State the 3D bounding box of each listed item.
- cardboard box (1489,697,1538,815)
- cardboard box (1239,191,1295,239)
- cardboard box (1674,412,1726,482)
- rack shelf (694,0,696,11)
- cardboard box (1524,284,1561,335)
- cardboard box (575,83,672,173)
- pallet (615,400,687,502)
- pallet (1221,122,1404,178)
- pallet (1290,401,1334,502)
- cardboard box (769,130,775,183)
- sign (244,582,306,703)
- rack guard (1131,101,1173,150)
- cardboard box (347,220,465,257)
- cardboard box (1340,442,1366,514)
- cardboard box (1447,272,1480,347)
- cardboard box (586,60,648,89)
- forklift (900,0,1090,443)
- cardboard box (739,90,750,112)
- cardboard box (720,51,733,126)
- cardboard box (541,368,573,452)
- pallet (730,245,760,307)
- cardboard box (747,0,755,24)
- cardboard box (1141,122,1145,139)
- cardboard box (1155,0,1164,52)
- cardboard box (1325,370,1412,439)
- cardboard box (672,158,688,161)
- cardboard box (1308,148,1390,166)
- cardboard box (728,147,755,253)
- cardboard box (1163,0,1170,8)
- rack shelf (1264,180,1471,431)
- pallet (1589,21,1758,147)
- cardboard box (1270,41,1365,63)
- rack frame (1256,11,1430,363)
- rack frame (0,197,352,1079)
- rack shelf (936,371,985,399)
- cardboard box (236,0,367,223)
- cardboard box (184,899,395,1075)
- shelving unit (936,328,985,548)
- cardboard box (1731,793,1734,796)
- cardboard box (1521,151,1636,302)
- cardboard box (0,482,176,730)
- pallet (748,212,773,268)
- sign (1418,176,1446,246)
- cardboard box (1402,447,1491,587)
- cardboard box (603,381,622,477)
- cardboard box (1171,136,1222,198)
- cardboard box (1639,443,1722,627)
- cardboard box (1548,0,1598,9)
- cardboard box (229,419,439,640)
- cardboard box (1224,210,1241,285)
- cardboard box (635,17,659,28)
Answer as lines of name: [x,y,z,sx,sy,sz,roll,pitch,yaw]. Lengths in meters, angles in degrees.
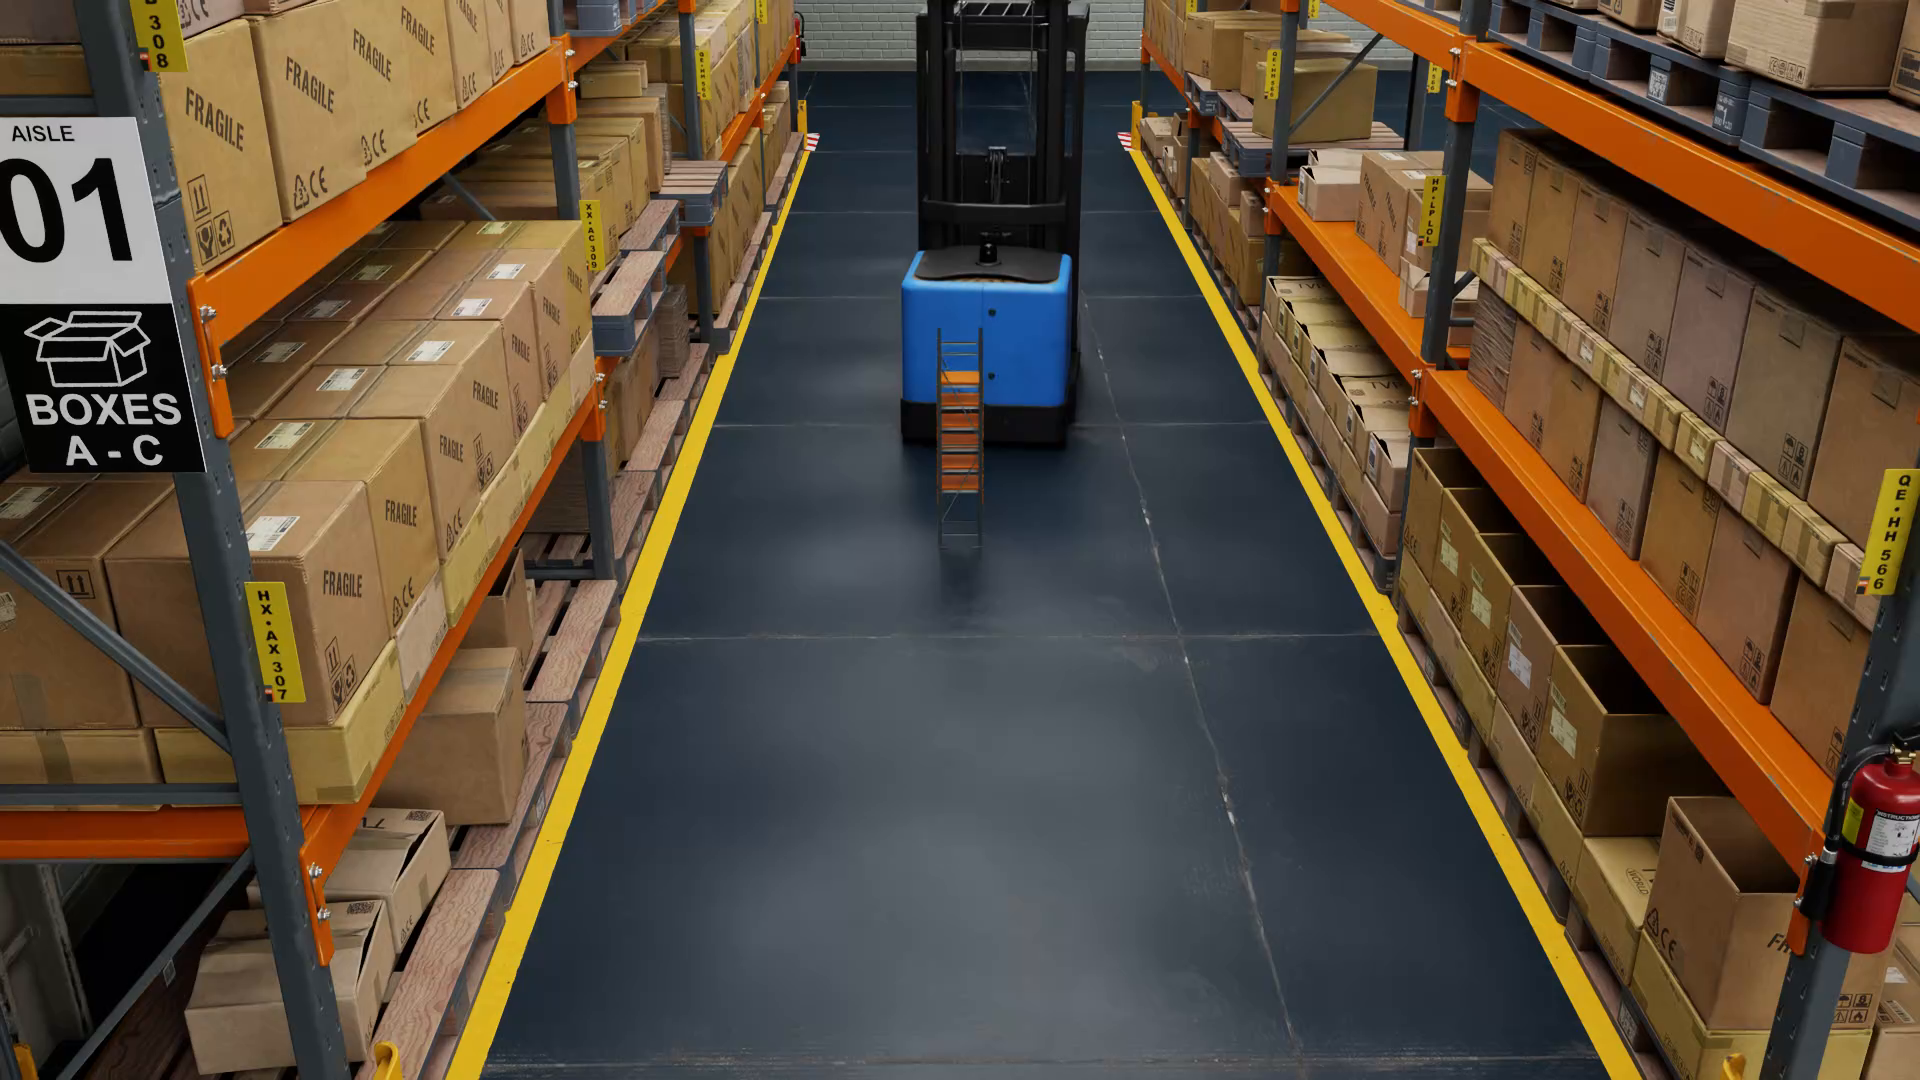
cardboard box: [2.427,0.846,6.567,0.500,0.250,0.500,0,24,-1]
cardboard box: [2.420,-2.485,12.694,0.500,0.250,0.500,1,24,1]
cardboard box: [2.551,-0.301,5.366,0.380,0.149,0.250,0,24,1]
rack shelf: [-2.305,-4.514,12.823,1.077,0.370,4.000,0,24,-1]
cardboard box: [2.534,-0.938,6.775,0.380,0.149,0.250,0,24,-1]
cardboard box: [-2.268,-2.703,10.931,0.700,0.500,0.500,-3,25,-7]
pallet: [-2.266,-0.557,10.225,1.003,0.211,1.213,0,24,-1]
pallet: [2.592,-2.866,12.180,1.213,0.211,1.003,0,24,-1]
pallet: [2.650,-0.563,10.239,1.003,0.211,1.213,0,24,-1]
cardboard box: [-2.235,-3.867,16.684,0.700,0.500,0.500,0,24,-1]
sign: [-1.654,0.249,4.009,0.100,0.325,0.005,0,24,-1]
rack guard: [2.583,-4.801,19.258,1.175,0.500,0.348,0,24,-1]
cardboard box: [-2.444,-1.090,7.268,0.500,0.500,0.500,-1,24,-2]
cardboard box: [2.415,-0.343,9.195,0.500,0.250,0.500,-1,24,-1]
cardboard box: [2.664,-1.161,8.358,0.500,0.250,0.500,1,24,3]
cardboard box: [-2.250,-3.050,10.912,0.380,0.149,0.250,-3,25,-7]
forklift: [0.288,-2.515,11.255,1.130,2.935,3.031,2,24,5]
cardboard box: [-1.995,-3.736,14.151,0.380,0.149,0.250,0,24,-1]
cardboard box: [-2.034,-3.462,12.759,0.500,0.500,0.500,0,24,-1]
cardboard box: [-1.934,-0.544,6.971,0.500,0.250,0.500,0,24,0]
pallet: [-2.227,-2.207,13.873,1.003,0.211,1.213,0,24,-1]
cardboard box: [-2.066,-4.639,14.452,0.500,0.250,0.500,0,24,1]
cardboard box: [2.246,-4.603,18.693,0.380,0.166,0.250,0,24,-1]
cardboard box: [2.337,-5.413,17.457,0.500,0.500,0.500,0,24,-1]
cardboard box: [2.407,-0.806,9.538,0.500,0.311,0.500,0,24,-1]
cardboard box: [-2.056,-2.682,11.821,0.380,0.149,0.250,-1,24,-1]
cardboard box: [2.630,-2.484,11.210,0.500,0.311,0.500,1,24,3]
cardboard box: [-2.177,-2.877,14.071,0.750,0.750,0.750,0,24,1]
cardboard box: [2.344,-5.657,16.784,0.500,0.500,0.500,0,24,-1]
rack shelf: [2.692,-1.523,9.849,1.077,0.370,4.000,0,24,-1]
pallet: [2.759,-1.500,5.393,1.003,0.211,1.213,0,24,-1]
cardboard box: [2.731,-3.548,12.824,0.700,0.500,0.500,4,25,9]
rack frame: [2.670,-2.674,11.523,1.000,3.000,0.127,0,24,-1]
rack frame: [-2.196,0.646,4.182,1.000,3.000,0.127,0,24,-1]
rack shelf: [0.000,-0.828,8.860,0.258,0.103,0.180,0,24,-1]
cardboard box: [-1.920,-1.136,4.336,0.500,0.500,0.500,1,24,3]
cardboard box: [-2.114,1.385,5.277,0.500,0.311,0.500,-3,25,-7]
shelving unit: [0.000,-0.541,8.990,0.258,1.200,0.189,0,24,-1]
cardboard box: [2.948,0.708,5.962,0.500,0.500,0.500,0,24,-1]
cardboard box: [2.731,-1.272,6.726,0.700,0.500,0.500,0,24,-1]
cardboard box: [-2.414,0.170,4.482,0.500,0.500,0.500,-1,24,-1]
pallet: [-2.243,-2.711,14.987,1.003,0.211,1.213,0,24,-1]
sign: [2.171,-1.511,7.642,0.100,0.325,0.005,0,24,-1]
cardboard box: [2.405,-0.114,7.779,0.500,0.500,0.500,0,24,-1]
cardboard box: [-2.320,-0.580,9.392,0.700,0.500,0.500,-1,24,-2]
cardboard box: [2.336,-3.618,16.108,0.500,0.500,0.500,0,24,-1]
cardboard box: [2.755,-0.037,5.570,0.700,0.500,0.500,0,24,0]
cardboard box: [2.461,-2.176,6.210,0.500,0.311,0.500,-2,24,-3]
cardboard box: [-1.896,-0.038,4.943,0.500,0.500,0.500,0,24,0]
cardboard box: [2.420,-2.334,13.269,0.500,0.500,0.500,-1,24,-2]
cardboard box: [-2.552,-3.793,12.580,0.500,0.250,0.500,-1,24,-2]
